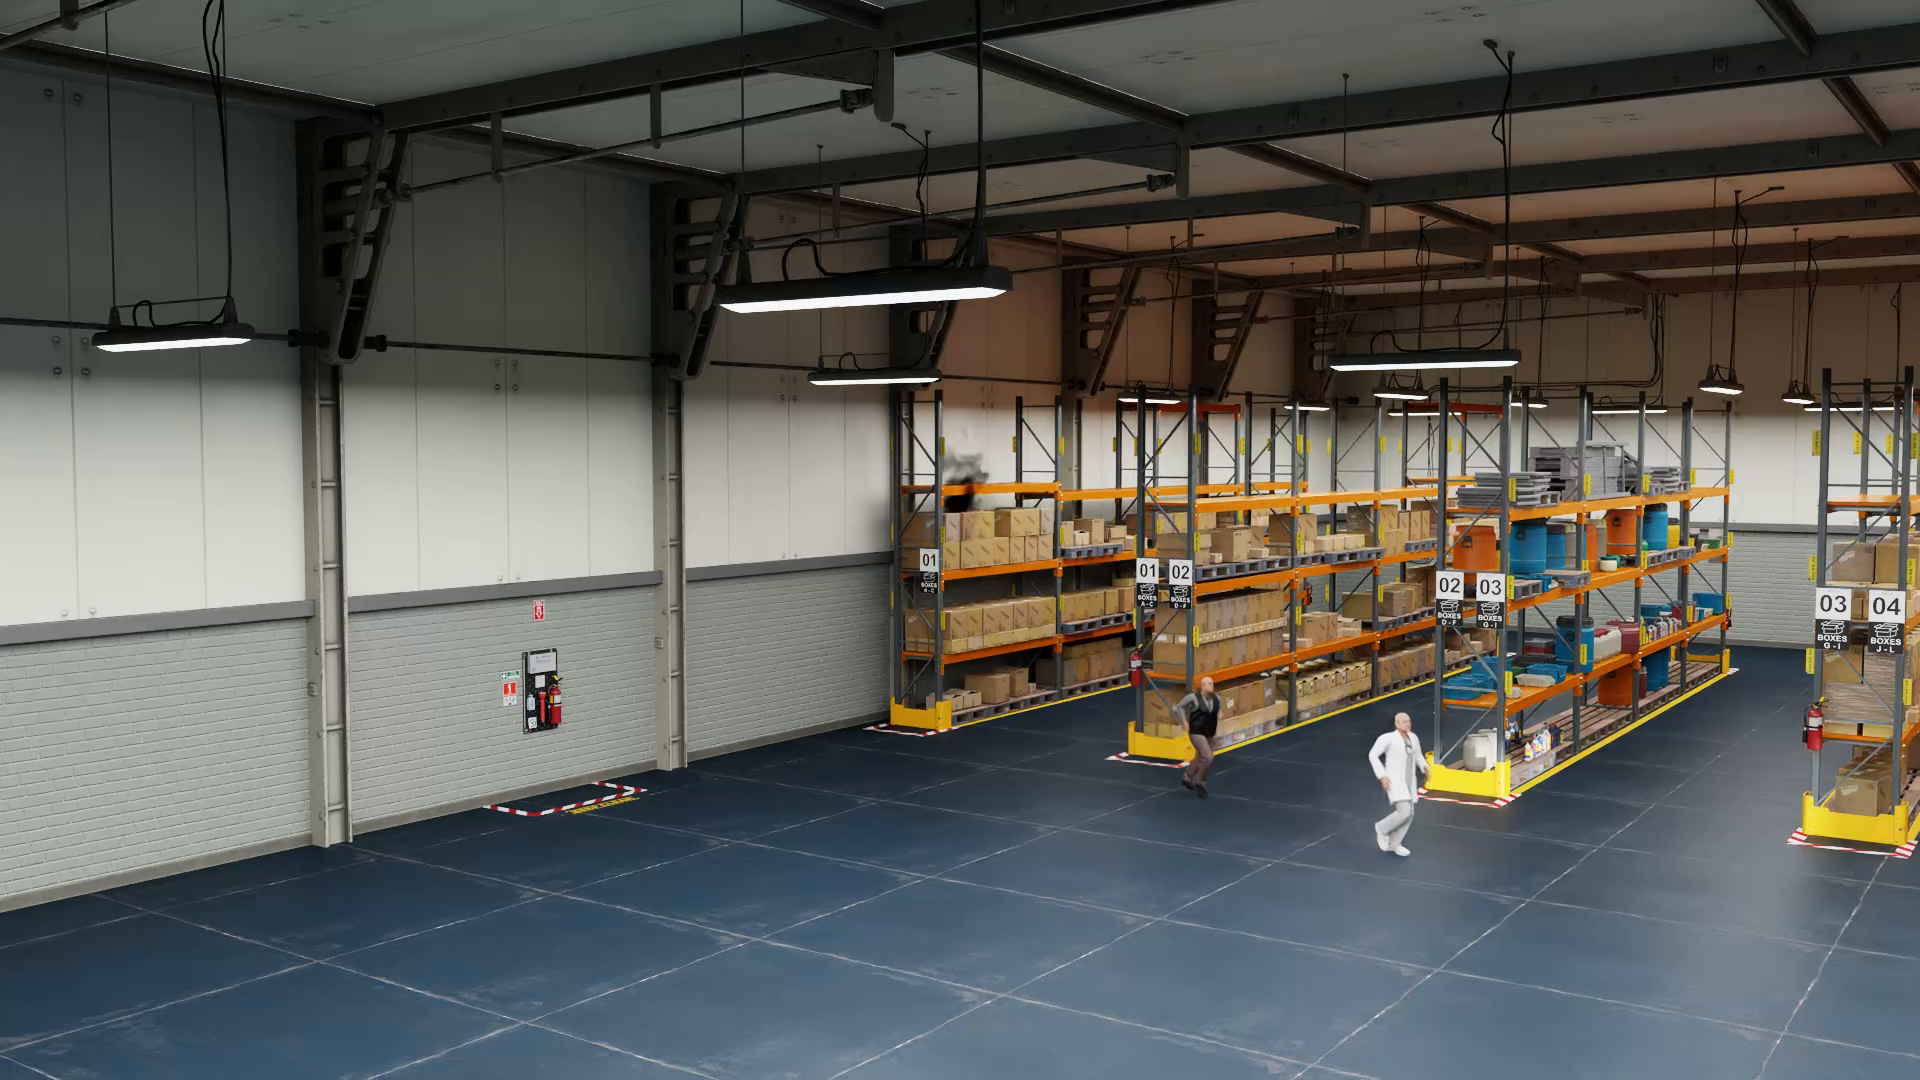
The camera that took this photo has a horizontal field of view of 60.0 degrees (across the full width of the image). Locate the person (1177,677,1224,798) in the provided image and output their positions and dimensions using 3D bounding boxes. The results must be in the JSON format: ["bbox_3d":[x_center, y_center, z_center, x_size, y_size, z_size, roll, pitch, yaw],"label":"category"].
[{"bbox_3d":[3.464,2.825,23.830,0.615,1.759,0.830,-2,4,-35],"label":"person"}]

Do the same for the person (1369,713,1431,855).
[{"bbox_3d":[5.419,2.984,20.362,0.723,1.746,0.629,-2,4,-30],"label":"person"}]
